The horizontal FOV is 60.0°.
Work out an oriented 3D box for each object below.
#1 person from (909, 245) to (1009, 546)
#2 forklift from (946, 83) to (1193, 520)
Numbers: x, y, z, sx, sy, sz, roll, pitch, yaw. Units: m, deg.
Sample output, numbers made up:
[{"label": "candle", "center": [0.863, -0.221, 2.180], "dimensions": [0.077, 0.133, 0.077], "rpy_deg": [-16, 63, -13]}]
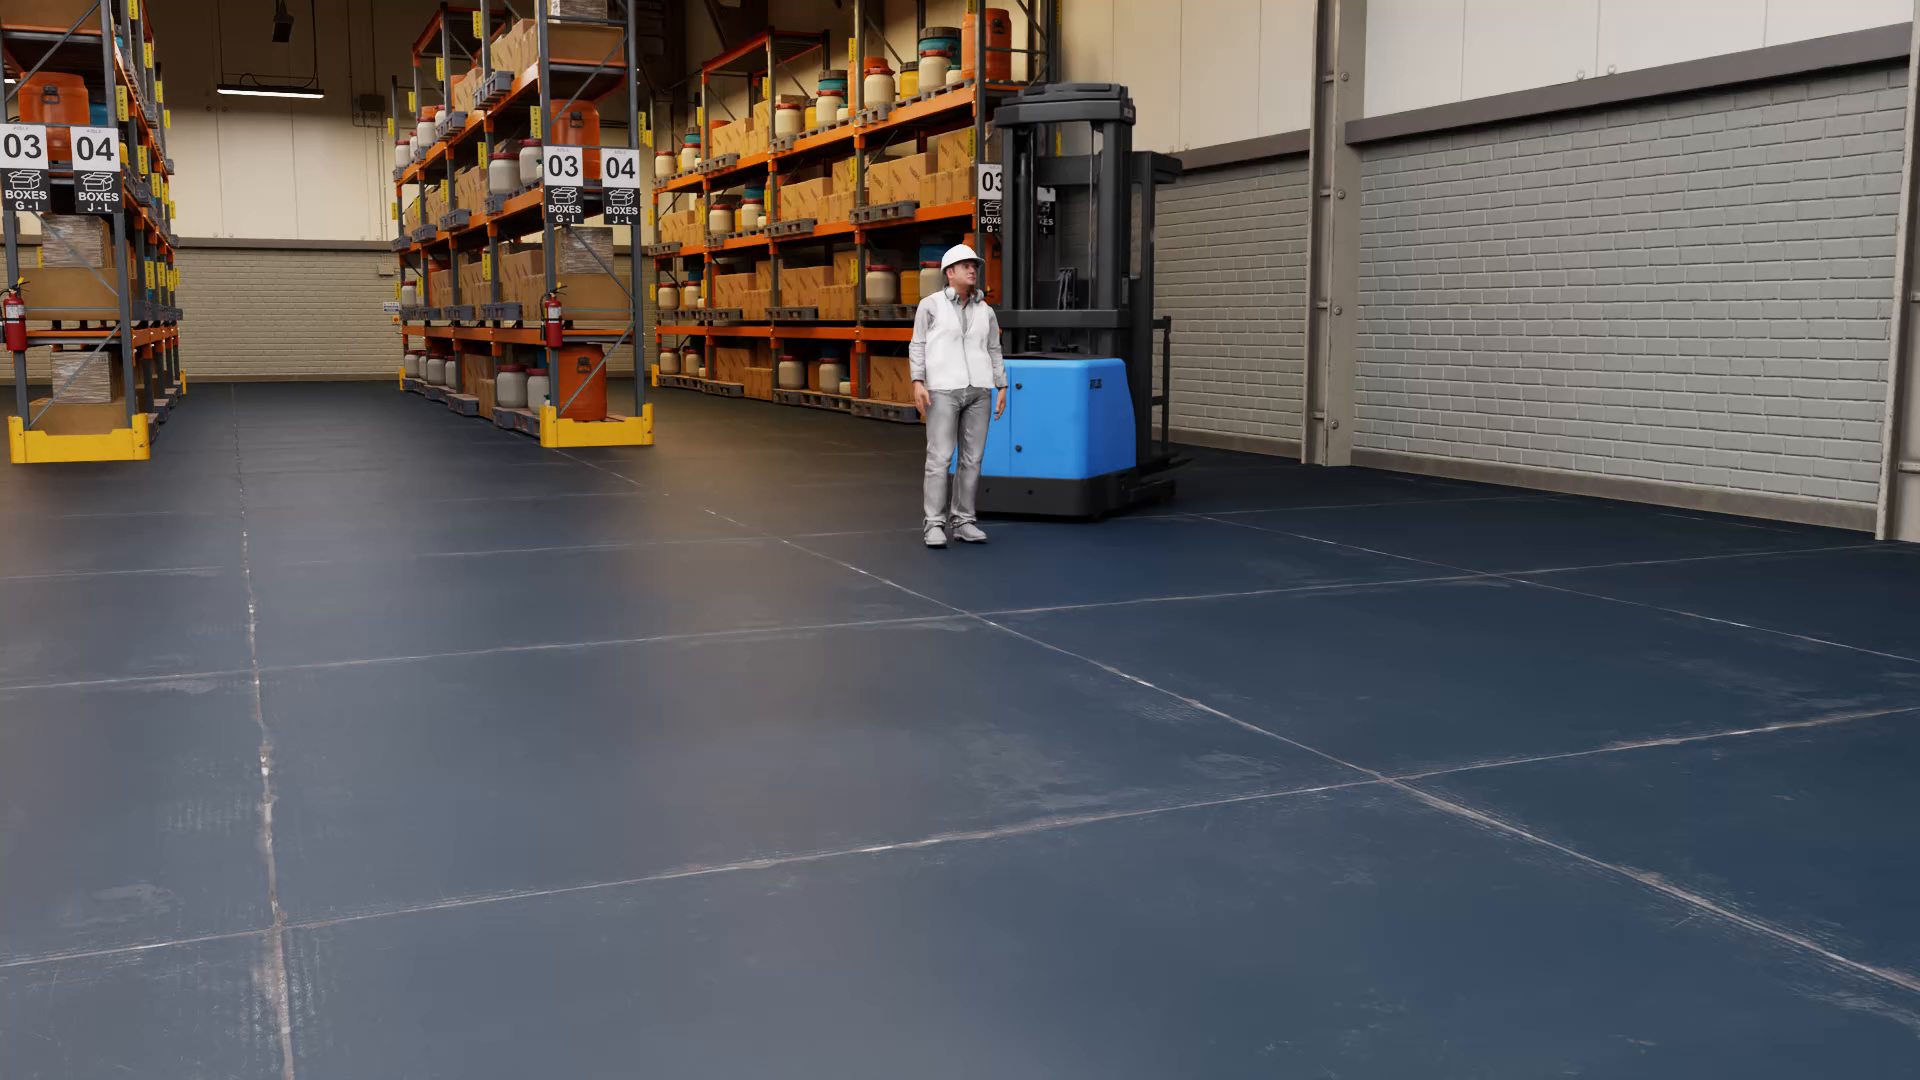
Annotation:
[{"label": "person", "center": [0.019, -0.879, 9.977], "dimensions": [0.633, 1.775, 0.566], "rpy_deg": [-3, 8, -23]}, {"label": "forklift", "center": [0.960, -1.741, 12.148], "dimensions": [1.130, 2.935, 3.031], "rpy_deg": [3, 8, 24]}]
